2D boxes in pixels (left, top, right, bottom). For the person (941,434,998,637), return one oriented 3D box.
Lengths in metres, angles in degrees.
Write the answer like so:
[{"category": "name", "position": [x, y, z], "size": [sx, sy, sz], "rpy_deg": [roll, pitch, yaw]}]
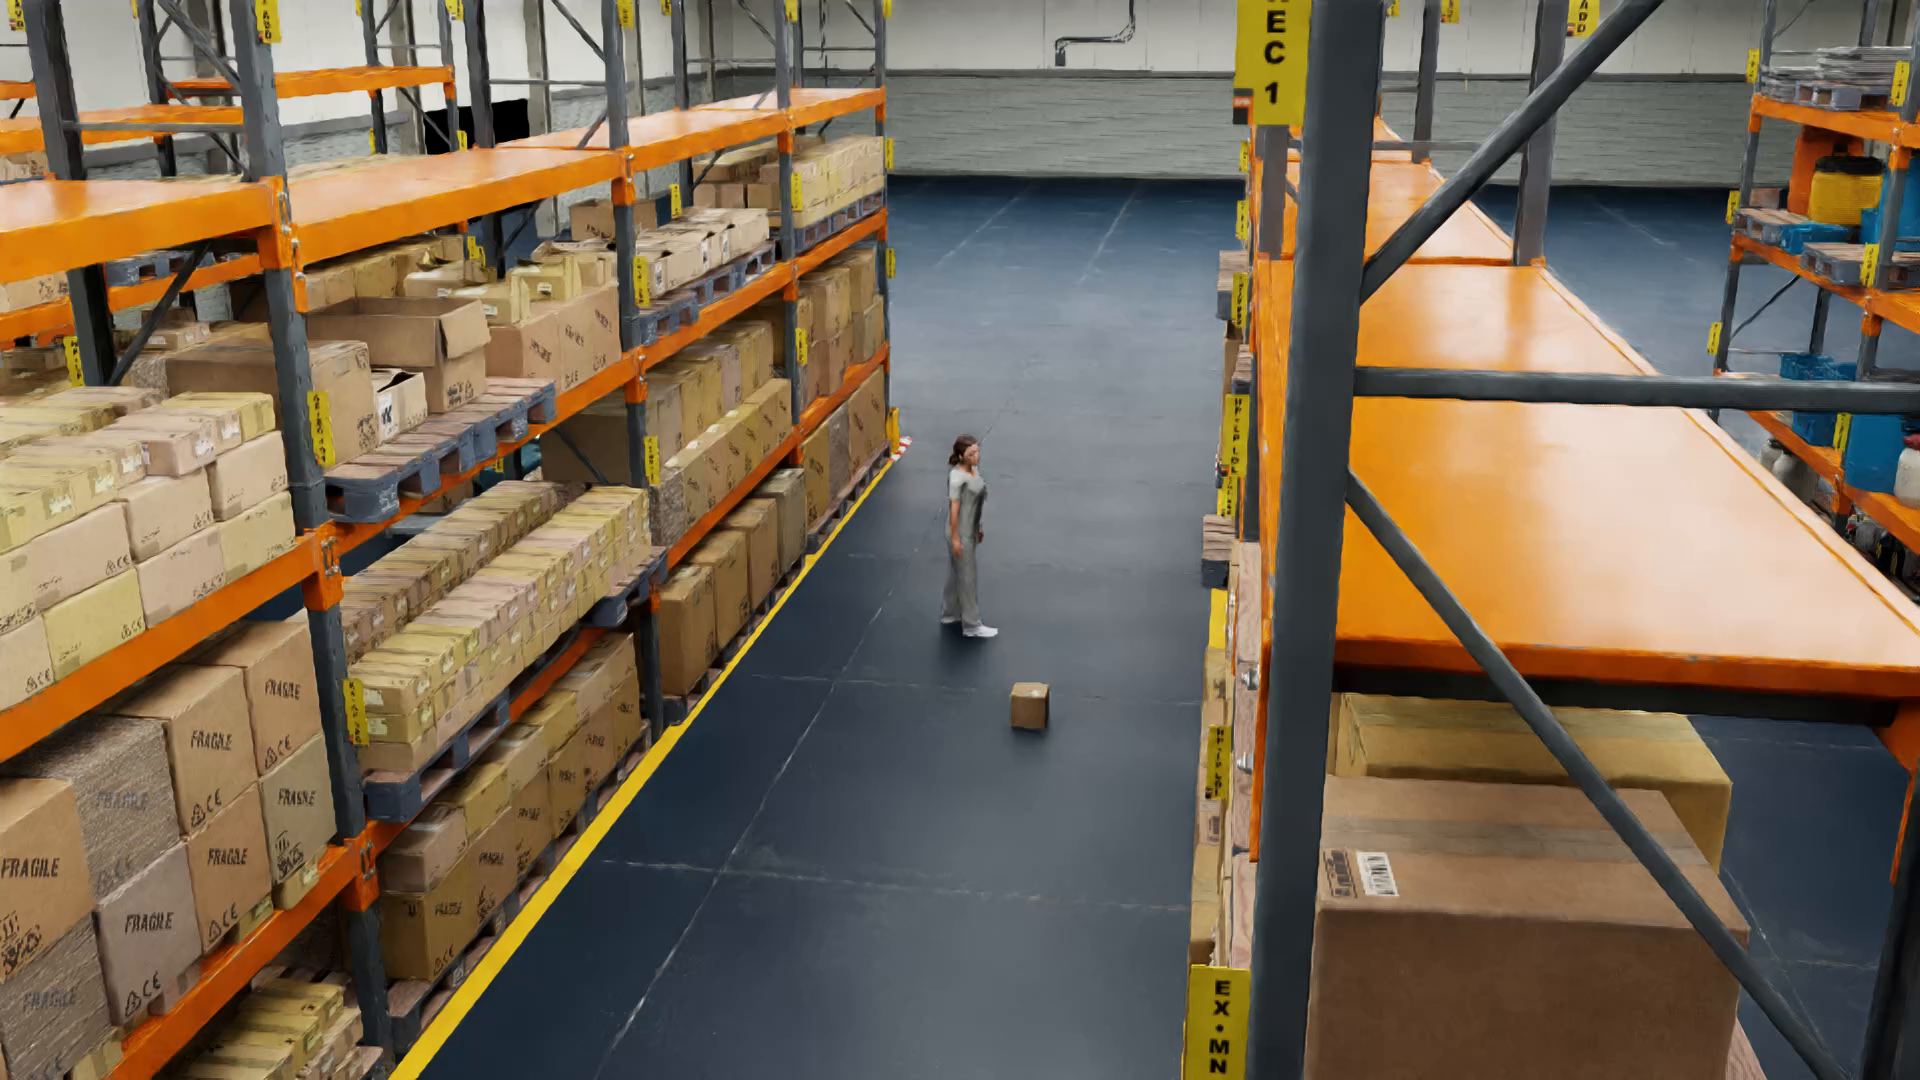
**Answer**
[{"category": "person", "position": [0.076, -0.049, 13.573], "size": [0.569, 1.667, 0.577], "rpy_deg": [5, 19, 16]}]
